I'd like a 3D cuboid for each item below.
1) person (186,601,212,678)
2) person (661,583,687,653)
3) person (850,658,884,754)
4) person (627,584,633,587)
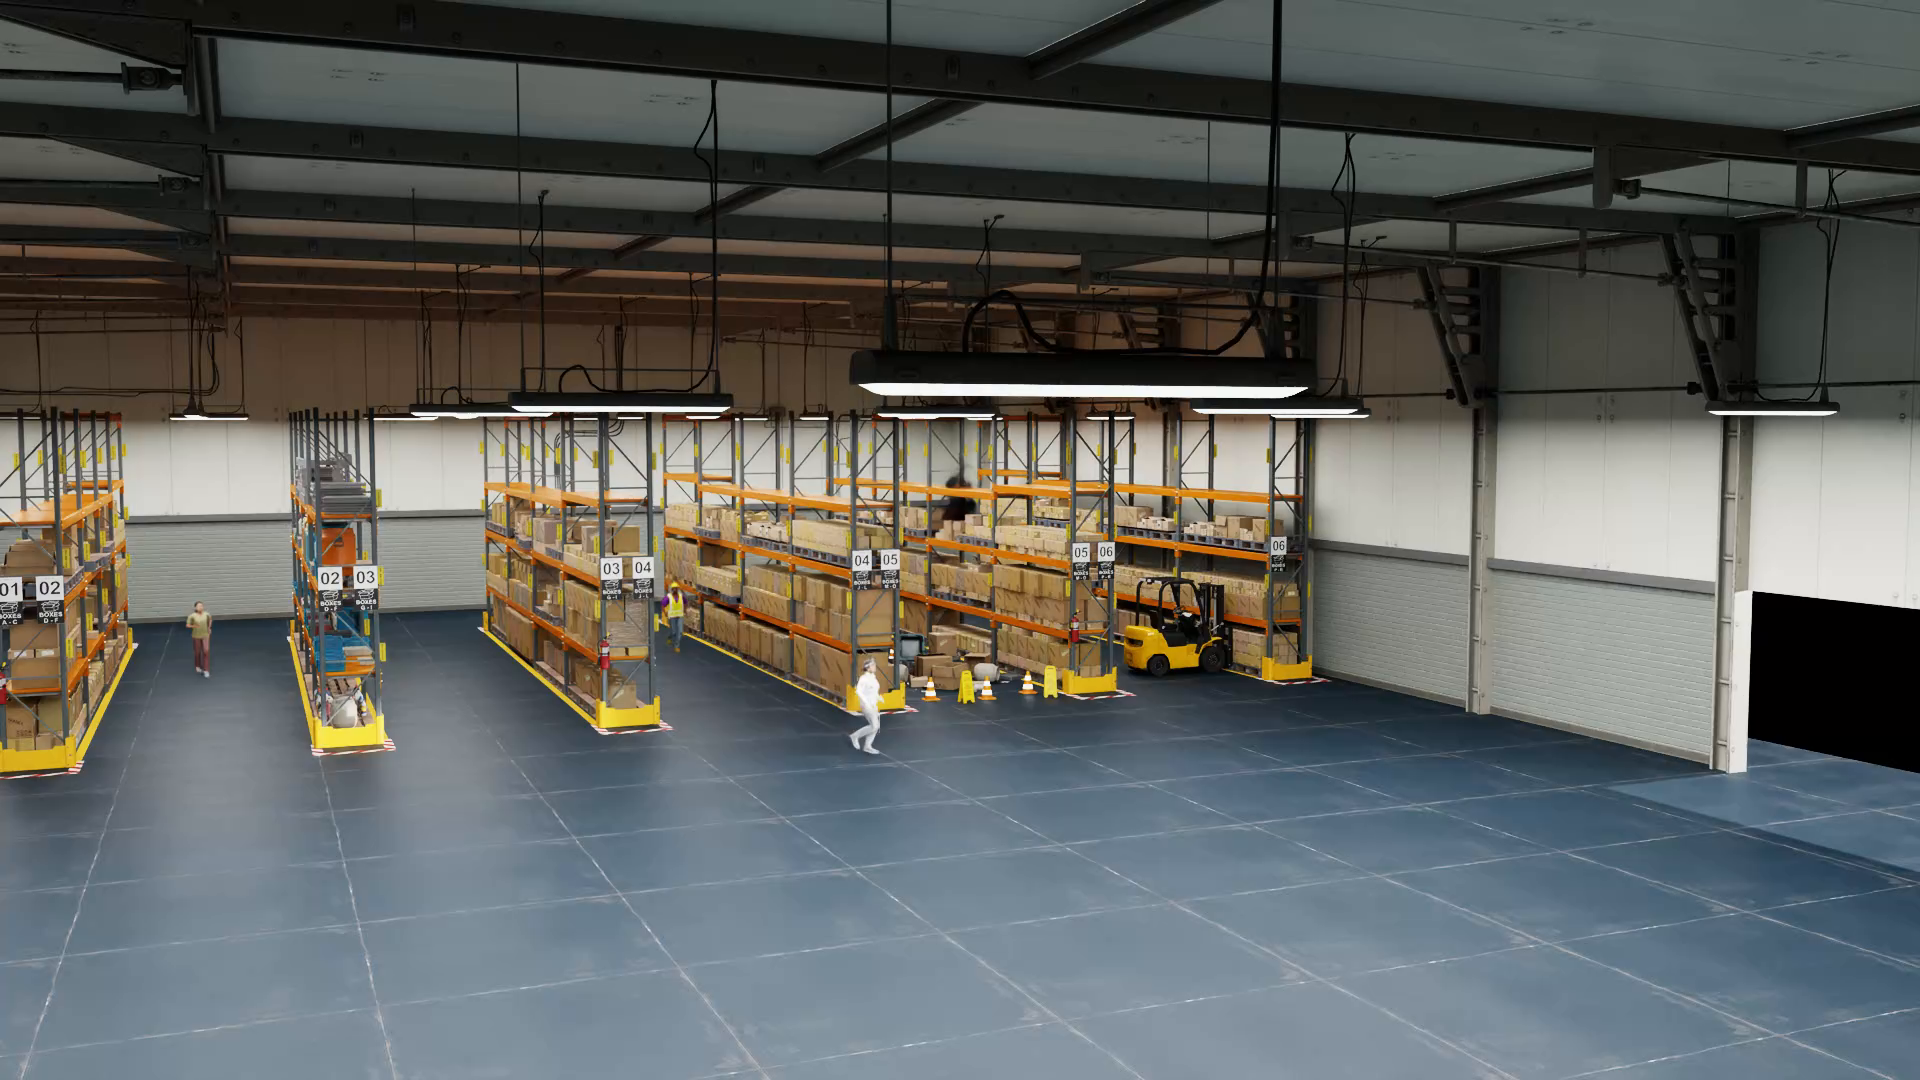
[{"bbox_3d":[-17.209,2.229,37.658,0.573,1.688,0.909,-3,5,-32],"label":"person"},{"bbox_3d":[-7.169,1.939,41.862,0.707,1.739,0.739,-2,4,-26],"label":"person"},{"bbox_3d":[-1.613,2.876,28.935,0.547,1.664,0.638,1,4,14],"label":"person"},{"bbox_3d":[-9.099,1.631,45.905,0.673,1.778,0.981,-1,4,-17],"label":"person"}]
